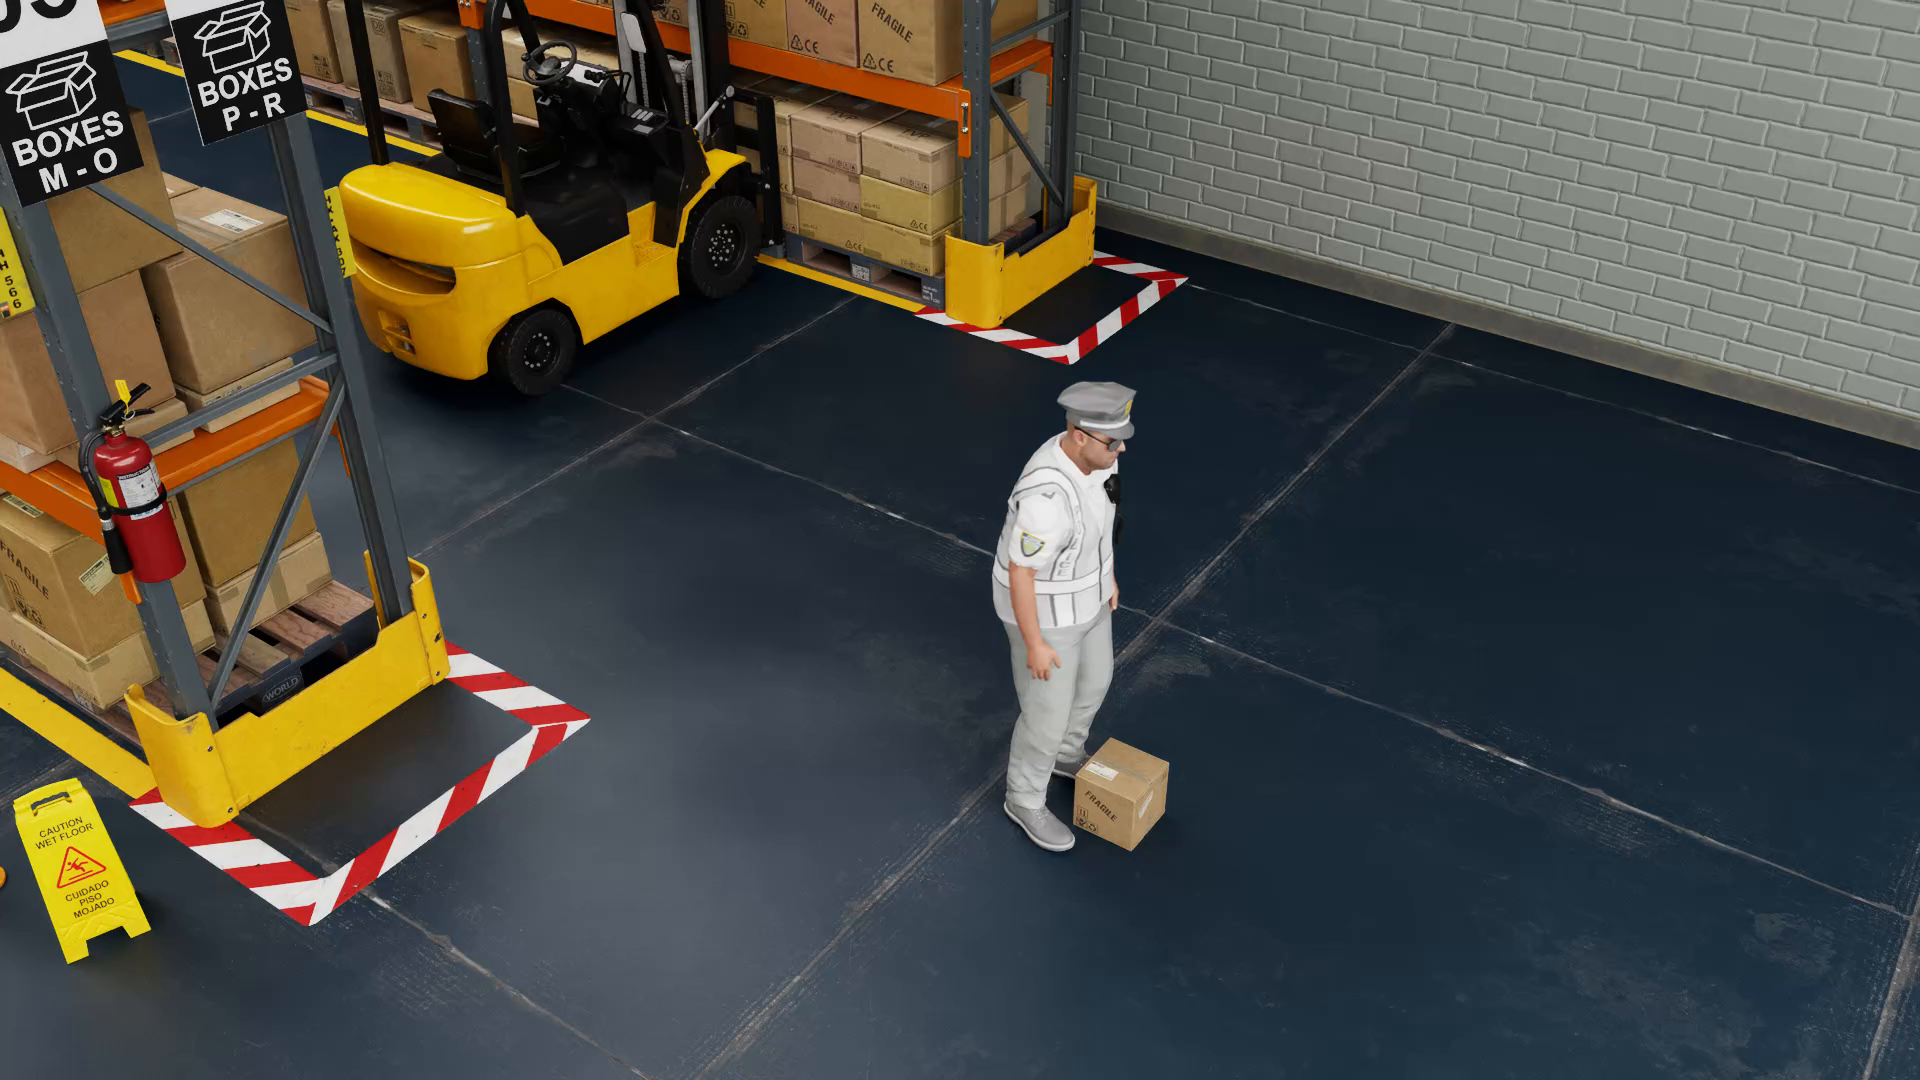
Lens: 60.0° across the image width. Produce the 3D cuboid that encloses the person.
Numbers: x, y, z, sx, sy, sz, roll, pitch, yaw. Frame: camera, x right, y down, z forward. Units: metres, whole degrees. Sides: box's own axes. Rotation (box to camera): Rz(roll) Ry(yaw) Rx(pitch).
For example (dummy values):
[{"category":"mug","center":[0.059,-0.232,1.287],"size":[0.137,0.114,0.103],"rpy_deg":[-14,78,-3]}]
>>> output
[{"category":"person","center":[0.354,0.228,5.803],"size":[0.433,1.747,0.588],"rpy_deg":[20,39,26]}]
